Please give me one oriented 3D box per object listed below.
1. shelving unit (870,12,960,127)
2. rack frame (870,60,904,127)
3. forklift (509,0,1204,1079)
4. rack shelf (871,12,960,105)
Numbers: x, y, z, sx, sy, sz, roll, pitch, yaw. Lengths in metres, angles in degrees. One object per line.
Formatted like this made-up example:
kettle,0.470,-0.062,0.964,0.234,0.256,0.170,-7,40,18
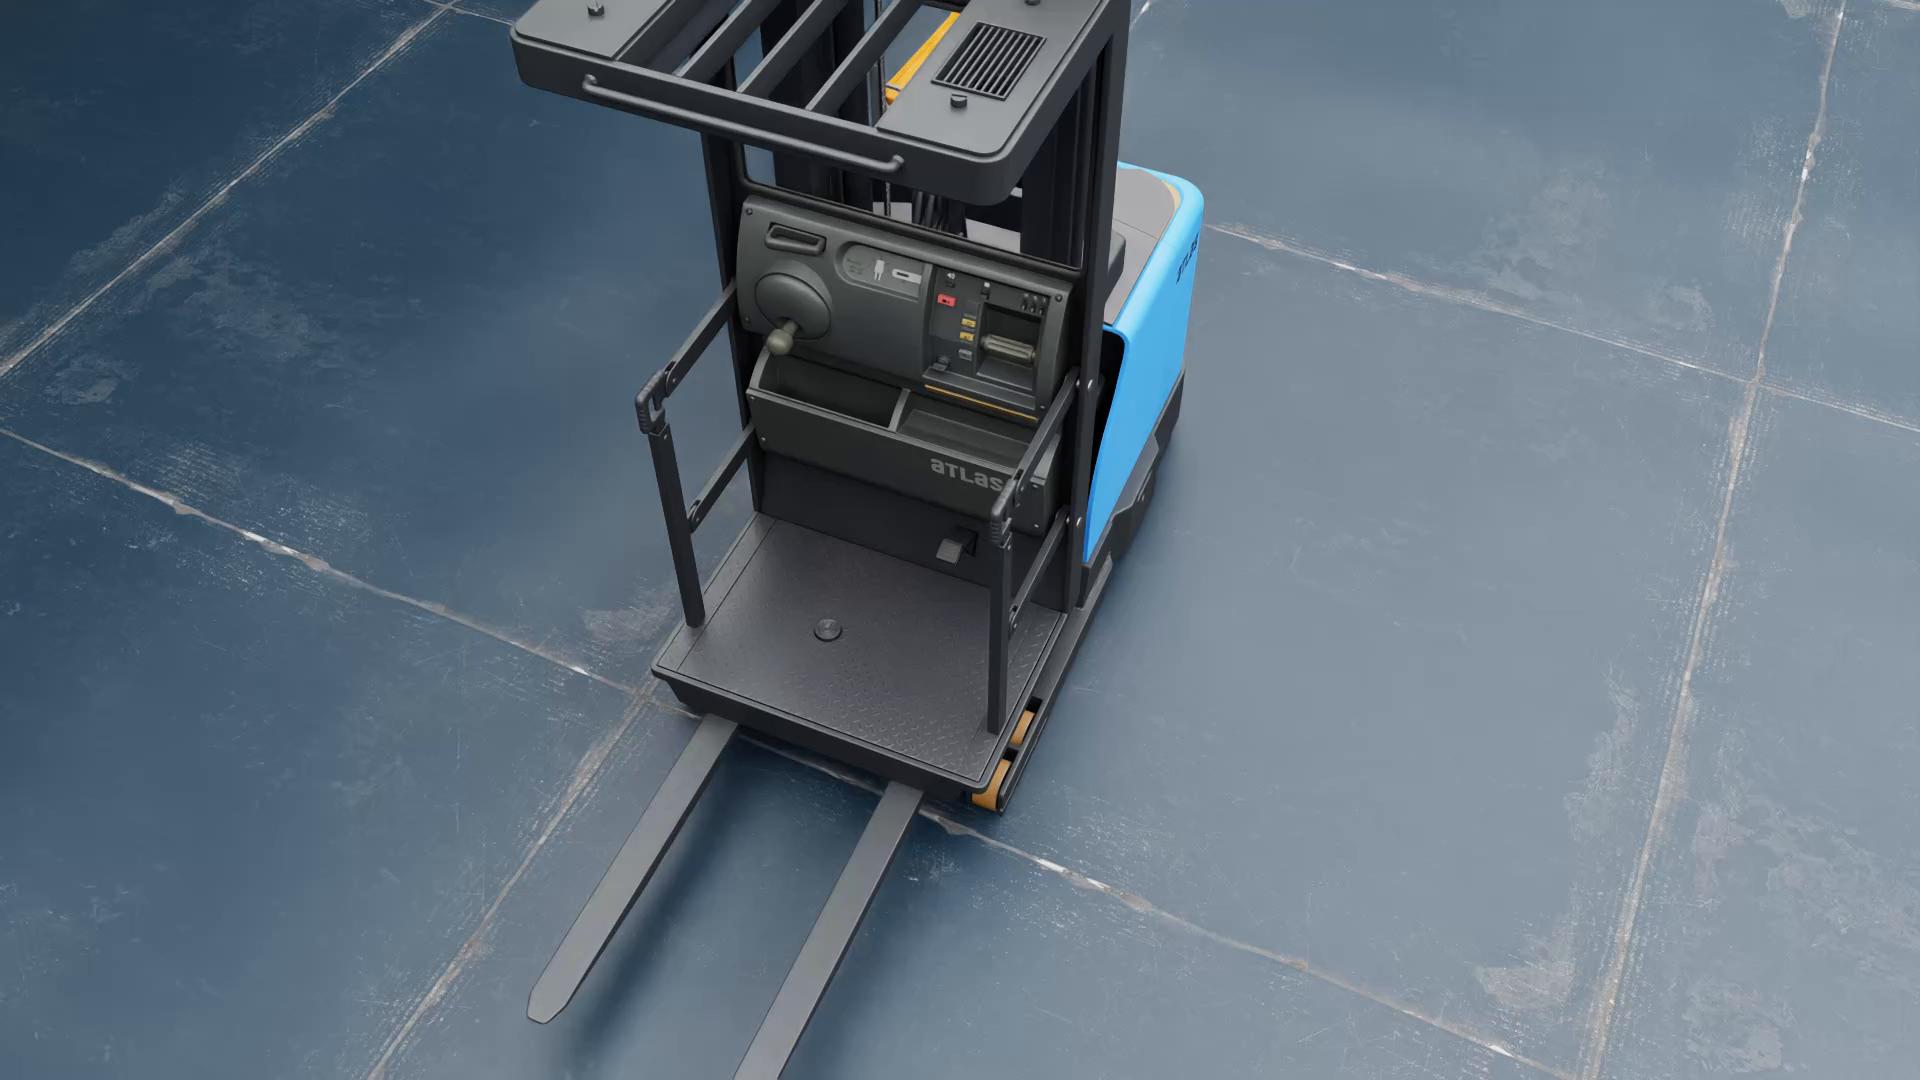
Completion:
shelving unit,0.156,-1.526,6.310,0.538,1.125,1.048,22,53,17
rack frame,-0.078,-1.182,6.017,0.500,1.125,0.032,22,53,17
forklift,-0.246,-0.509,4.259,1.130,2.935,3.031,18,52,15
rack shelf,0.156,-1.716,6.087,0.538,0.278,1.000,22,53,17
